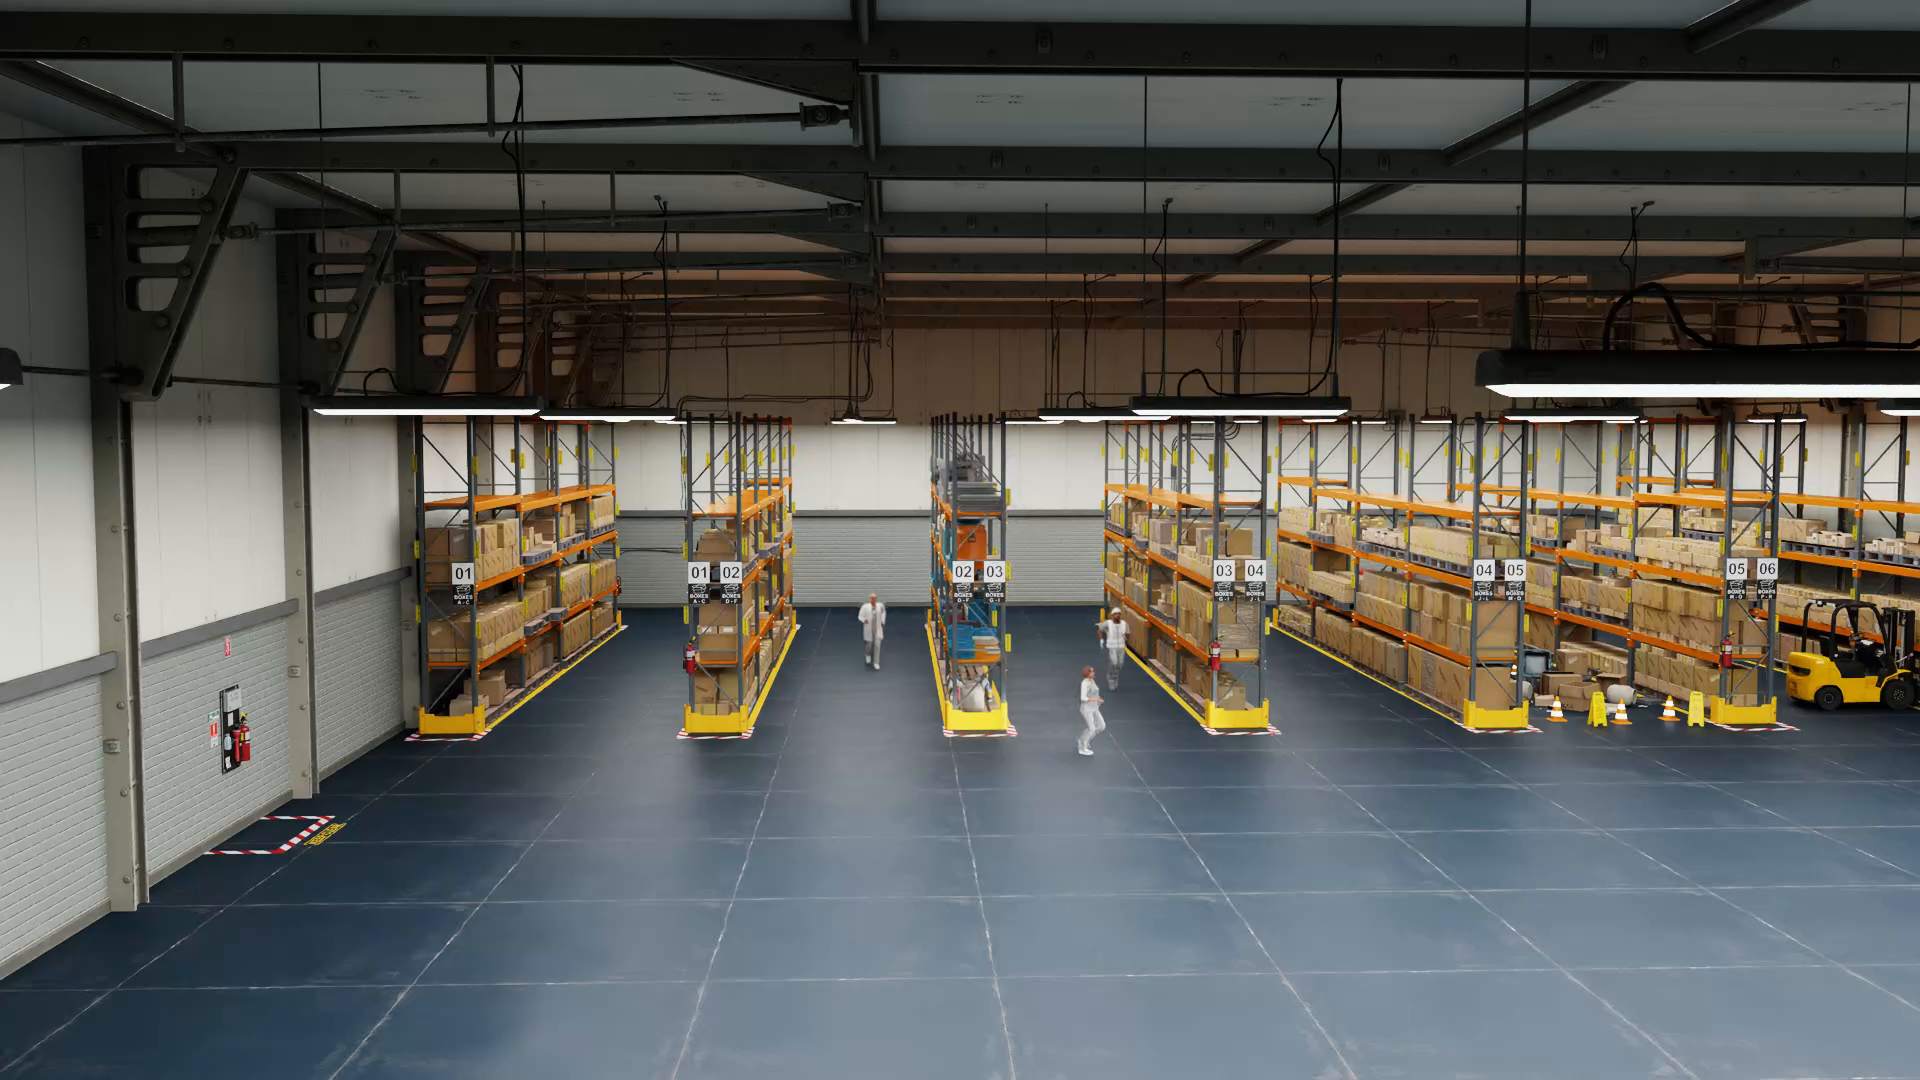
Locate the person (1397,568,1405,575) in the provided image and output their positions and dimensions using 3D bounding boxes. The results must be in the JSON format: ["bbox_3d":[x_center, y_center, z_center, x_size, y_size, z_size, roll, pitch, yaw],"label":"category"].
[{"bbox_3d":[13.183,1.504,49.316,0.741,1.767,0.702,1,4,13],"label":"person"}]

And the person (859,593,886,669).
[{"bbox_3d":[-2.076,2.139,39.550,0.689,1.772,1.035,-1,4,-12],"label":"person"}]

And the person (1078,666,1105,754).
[{"bbox_3d":[2.308,2.963,28.940,0.537,1.558,0.524,2,4,29],"label":"person"}]

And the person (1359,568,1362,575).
[{"bbox_3d":[11.290,1.642,47.056,0.637,1.731,0.643,-1,4,-15],"label":"person"}]

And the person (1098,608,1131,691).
[{"bbox_3d":[3.400,2.371,36.181,0.655,1.795,0.712,-1,4,-16],"label":"person"}]
